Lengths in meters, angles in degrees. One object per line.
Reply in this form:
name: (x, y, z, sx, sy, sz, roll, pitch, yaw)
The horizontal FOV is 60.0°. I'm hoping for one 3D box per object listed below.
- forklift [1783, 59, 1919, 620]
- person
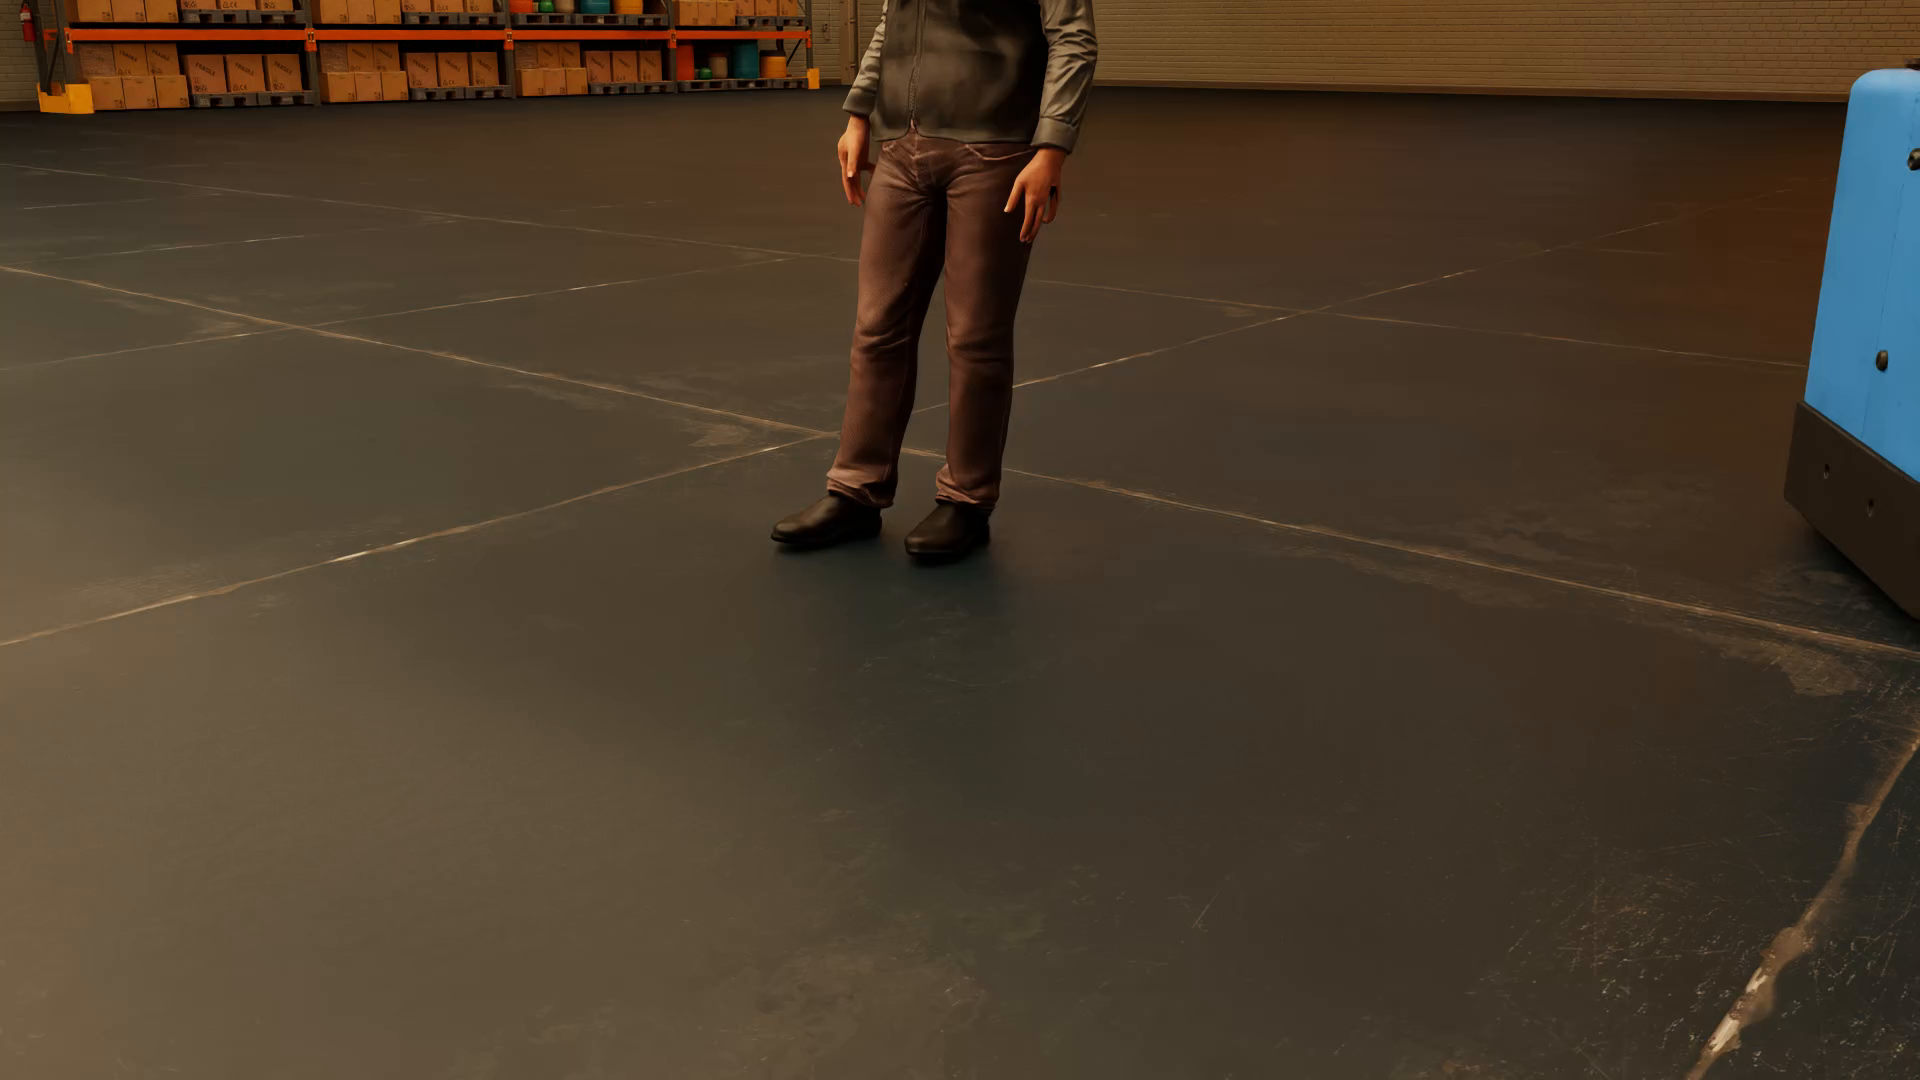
forklift: (3.403, -1.230, 2.949, 3.031, 2.935, 1.130, 3, 17, 10)
person: (-0.046, -0.818, 3.649, 0.632, 1.720, 0.568, 13, 21, 37)
